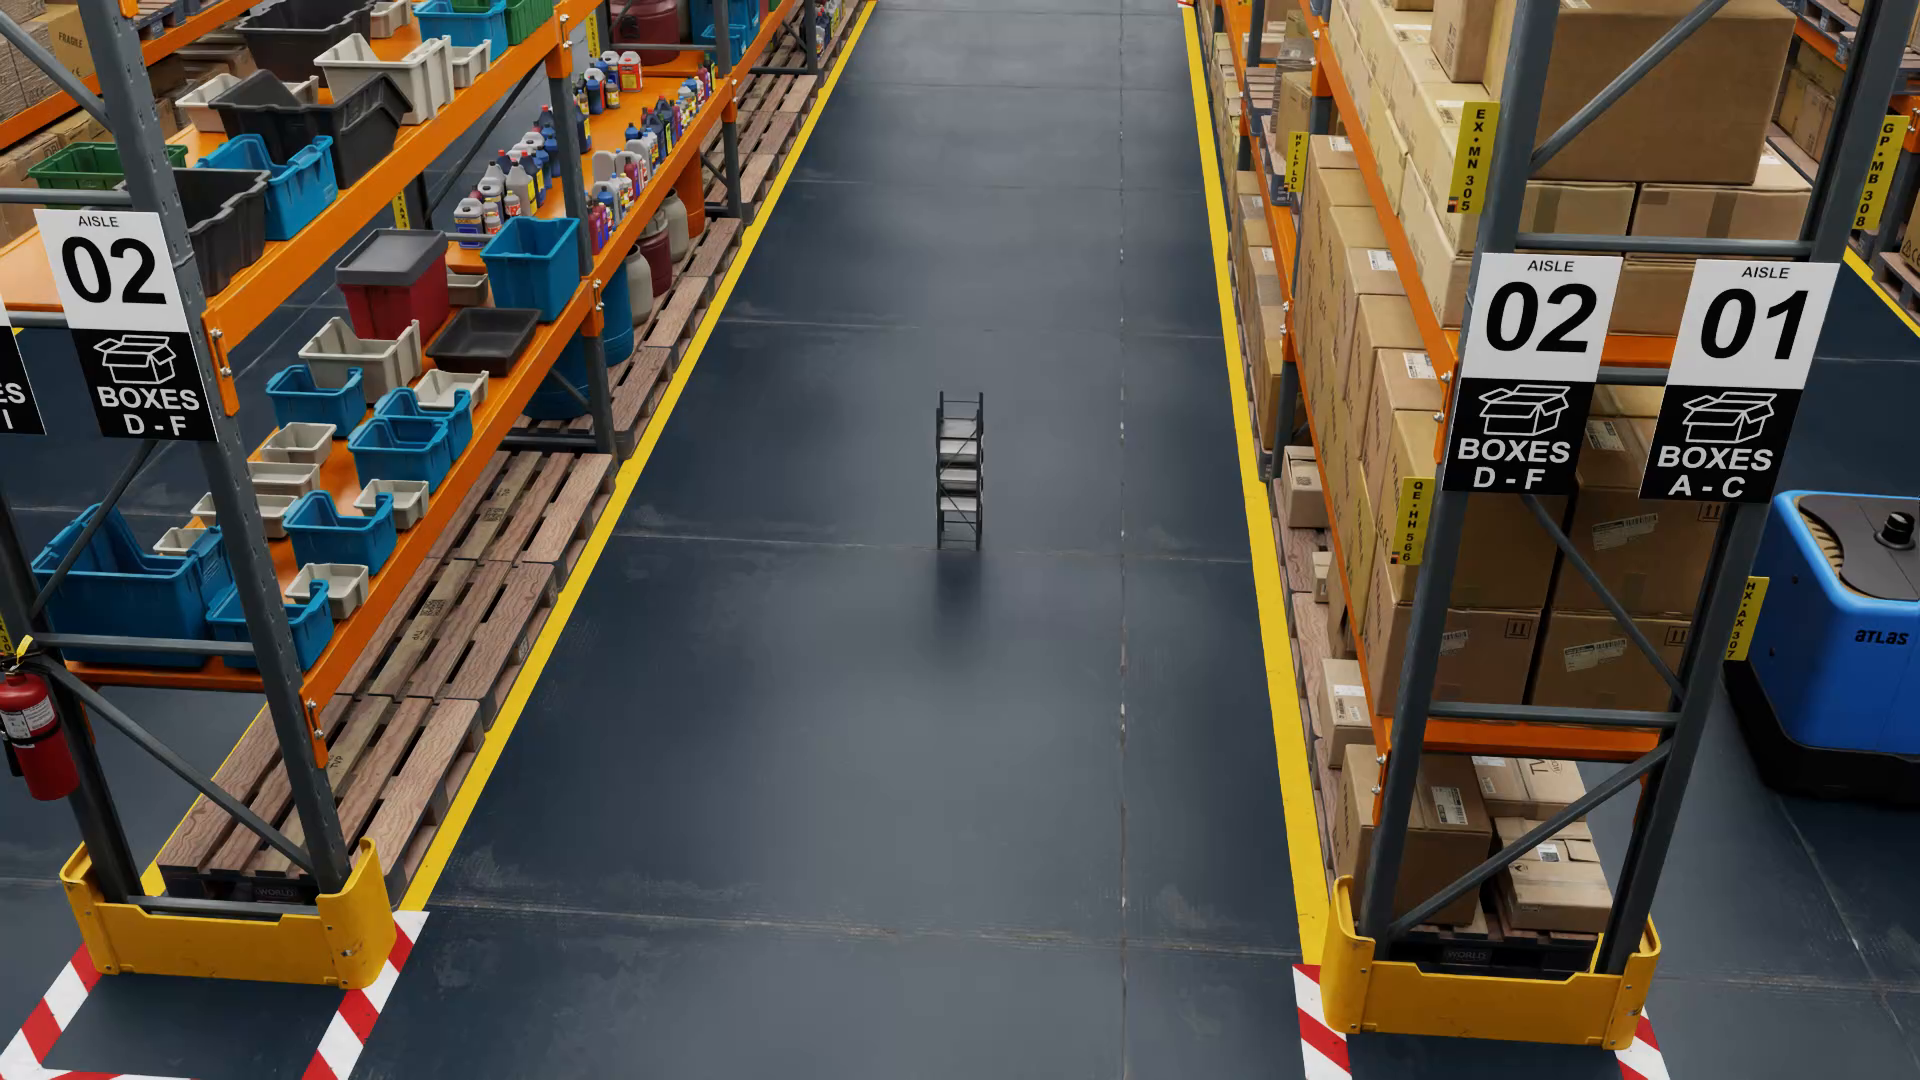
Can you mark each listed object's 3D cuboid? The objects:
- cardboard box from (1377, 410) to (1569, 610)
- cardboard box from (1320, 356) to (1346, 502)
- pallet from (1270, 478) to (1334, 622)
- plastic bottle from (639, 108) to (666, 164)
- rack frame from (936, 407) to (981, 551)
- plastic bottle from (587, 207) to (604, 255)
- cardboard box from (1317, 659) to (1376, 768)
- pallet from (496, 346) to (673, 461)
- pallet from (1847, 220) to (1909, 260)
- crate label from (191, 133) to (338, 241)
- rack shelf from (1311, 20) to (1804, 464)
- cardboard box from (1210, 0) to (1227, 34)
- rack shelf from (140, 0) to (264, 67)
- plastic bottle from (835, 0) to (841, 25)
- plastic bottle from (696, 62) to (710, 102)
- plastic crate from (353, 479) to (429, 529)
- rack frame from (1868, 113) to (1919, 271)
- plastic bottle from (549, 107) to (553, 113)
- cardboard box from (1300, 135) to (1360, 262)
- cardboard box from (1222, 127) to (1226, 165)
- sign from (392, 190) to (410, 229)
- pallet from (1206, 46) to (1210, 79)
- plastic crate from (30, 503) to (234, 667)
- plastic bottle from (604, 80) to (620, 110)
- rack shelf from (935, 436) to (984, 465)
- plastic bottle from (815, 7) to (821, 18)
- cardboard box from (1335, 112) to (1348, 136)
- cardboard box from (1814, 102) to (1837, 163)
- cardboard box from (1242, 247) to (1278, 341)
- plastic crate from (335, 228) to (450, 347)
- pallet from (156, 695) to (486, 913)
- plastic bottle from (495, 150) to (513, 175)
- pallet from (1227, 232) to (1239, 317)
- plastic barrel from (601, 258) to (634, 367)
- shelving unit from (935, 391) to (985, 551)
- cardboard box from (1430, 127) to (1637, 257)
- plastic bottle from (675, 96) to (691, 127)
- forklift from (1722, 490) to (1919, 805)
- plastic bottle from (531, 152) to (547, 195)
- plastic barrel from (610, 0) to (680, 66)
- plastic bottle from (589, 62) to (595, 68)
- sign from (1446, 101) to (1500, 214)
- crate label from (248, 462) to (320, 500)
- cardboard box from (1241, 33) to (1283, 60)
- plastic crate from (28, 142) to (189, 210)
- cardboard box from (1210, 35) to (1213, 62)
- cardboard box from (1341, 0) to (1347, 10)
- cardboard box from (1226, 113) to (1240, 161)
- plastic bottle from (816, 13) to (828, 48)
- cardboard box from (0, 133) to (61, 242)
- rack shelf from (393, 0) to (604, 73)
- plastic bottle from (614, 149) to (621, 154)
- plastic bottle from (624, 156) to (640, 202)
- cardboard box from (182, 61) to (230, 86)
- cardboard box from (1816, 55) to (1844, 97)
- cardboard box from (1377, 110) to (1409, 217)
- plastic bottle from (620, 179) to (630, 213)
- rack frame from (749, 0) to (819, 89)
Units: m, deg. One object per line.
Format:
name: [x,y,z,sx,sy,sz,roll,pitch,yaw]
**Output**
cardboard box: [1.773,-0.110,5.801,0.500,0.500,0.500,2,32,4]
cardboard box: [1.902,-0.481,7.356,0.500,0.500,0.500,2,32,3]
pallet: [2.279,0.058,9.236,1.003,0.211,1.213,2,32,4]
plastic bottle: [-2.056,-2.698,11.095,0.144,0.351,0.185,2,32,4]
rack frame: [-0.009,-0.326,9.201,0.240,0.900,0.006,2,32,4]
plastic bottle: [-2.145,-1.826,9.746,0.061,0.283,0.133,2,32,4]
cardboard box: [1.916,0.796,7.581,0.500,0.250,0.500,2,32,4]
pallet: [-2.496,-0.917,10.817,1.003,0.211,1.213,2,32,4]
pallet: [7.664,-2.592,13.535,1.003,0.211,1.213,2,32,4]
crate label: [-2.529,-1.293,6.052,0.408,0.251,0.502,2,32,4]
rack shelf: [2.173,-1.414,6.792,1.077,0.370,4.000,2,32,4]
cardboard box: [2.860,-5.512,17.121,0.500,0.500,0.500,2,32,4]
rack shelf: [-7.049,-4.745,15.056,1.077,0.370,4.000,2,32,4]
plastic bottle: [-1.395,-5.823,18.296,0.152,0.276,0.135,2,32,3]
plastic bottle: [-1.901,-3.394,12.289,0.061,0.283,0.133,2,32,4]
plastic crate: [-2.414,-0.158,7.121,0.250,0.136,0.298,2,32,4]
rack frame: [7.599,-3.371,12.141,1.000,3.000,0.127,2,32,4]
plastic bottle: [-2.745,-2.803,11.338,0.152,0.276,0.135,2,32,4]
cardboard box: [2.017,-1.723,8.418,0.500,0.500,0.500,3,32,5]
cardboard box: [2.544,-3.407,14.419,0.500,0.250,0.500,3,32,5]
sign: [-3.149,-1.845,9.400,0.100,0.325,0.005,2,32,4]
pallet: [3.094,-4.899,17.278,1.003,0.211,1.213,2,32,4]
plastic crate: [-3.085,0.166,6.311,0.616,0.435,0.499,2,32,4]
plastic bottle: [-2.544,-3.259,12.149,0.097,0.201,0.097,0,32,0]
rack shelf: [-0.001,-0.504,9.210,0.258,0.077,0.200,2,32,4]
plastic bottle: [-1.570,-5.632,17.986,0.152,0.276,0.135,2,32,4]
cardboard box: [2.590,-2.310,9.925,0.700,0.500,0.500,7,32,12]
cardboard box: [7.776,-3.398,14.148,0.700,0.500,0.500,2,32,4]
cardboard box: [2.220,-1.668,11.342,0.500,0.500,0.500,1,32,2]
plastic crate: [-2.923,-1.299,8.661,0.402,0.464,0.583,2,32,4]
pallet: [-2.820,1.147,7.468,1.003,0.211,1.213,2,32,4]
plastic bottle: [-2.837,-2.273,10.406,0.144,0.351,0.185,2,32,4]
pallet: [2.563,-2.004,12.582,1.003,0.211,1.213,2,32,4]
plastic barrel: [-2.482,-1.642,10.935,0.600,0.901,0.708,2,32,4]
shelving unit: [-0.001,-0.379,9.287,0.258,0.900,0.210,2,32,4]
cardboard box: [1.798,-1.103,5.268,0.500,0.250,0.500,2,32,4]
plastic bottle: [-1.969,-3.045,11.801,0.097,0.201,0.097,0,32,0]
forklift: [5.277,-0.230,7.110,3.031,2.935,1.130,4,32,6]
plastic bottle: [-2.694,-2.326,10.569,0.097,0.271,0.097,0,32,0]
plastic barrel: [-2.539,-4.107,13.206,0.600,0.536,0.708,2,32,4]
plastic bottle: [-2.705,-3.362,12.237,0.061,0.283,0.133,2,32,4]
sign: [1.459,-1.085,4.729,0.100,0.325,0.005,2,32,4]
crate label: [-3.004,-0.256,7.280,0.396,0.136,0.243,2,32,4]
cardboard box: [2.460,-3.955,13.329,0.380,0.149,0.250,2,32,4]
plastic crate: [-3.131,-1.325,6.165,0.450,0.188,0.336,2,32,4]
cardboard box: [2.807,-4.932,16.895,0.500,0.250,0.500,2,32,4]
cardboard box: [2.049,-2.671,7.813,0.500,0.250,0.500,2,32,4]
cardboard box: [2.495,-3.384,13.848,0.500,0.311,0.500,2,32,3]
plastic bottle: [-1.470,-5.349,17.457,0.144,0.351,0.185,3,32,5]
cardboard box: [-7.369,-2.454,12.278,1.225,0.875,0.875,3,32,4]
rack shelf: [-2.438,-3.719,10.532,1.077,0.370,4.000,2,32,4]
plastic bottle: [-2.215,-2.444,10.827,0.097,0.201,0.097,0,32,0]
plastic bottle: [-2.073,-2.290,10.499,0.061,0.283,0.133,2,32,4]
cardboard box: [-7.105,-4.067,15.234,0.700,0.500,0.500,5,32,8]
cardboard box: [7.811,-4.016,14.437,0.500,0.250,0.500,2,32,3]
cardboard box: [1.869,-1.413,6.248,0.500,0.250,0.500,2,32,4]
plastic bottle: [-2.109,-2.145,10.341,0.097,0.201,0.097,0,32,0]
rack frame: [-1.949,-5.885,16.221,1.000,3.000,0.127,2,32,4]
